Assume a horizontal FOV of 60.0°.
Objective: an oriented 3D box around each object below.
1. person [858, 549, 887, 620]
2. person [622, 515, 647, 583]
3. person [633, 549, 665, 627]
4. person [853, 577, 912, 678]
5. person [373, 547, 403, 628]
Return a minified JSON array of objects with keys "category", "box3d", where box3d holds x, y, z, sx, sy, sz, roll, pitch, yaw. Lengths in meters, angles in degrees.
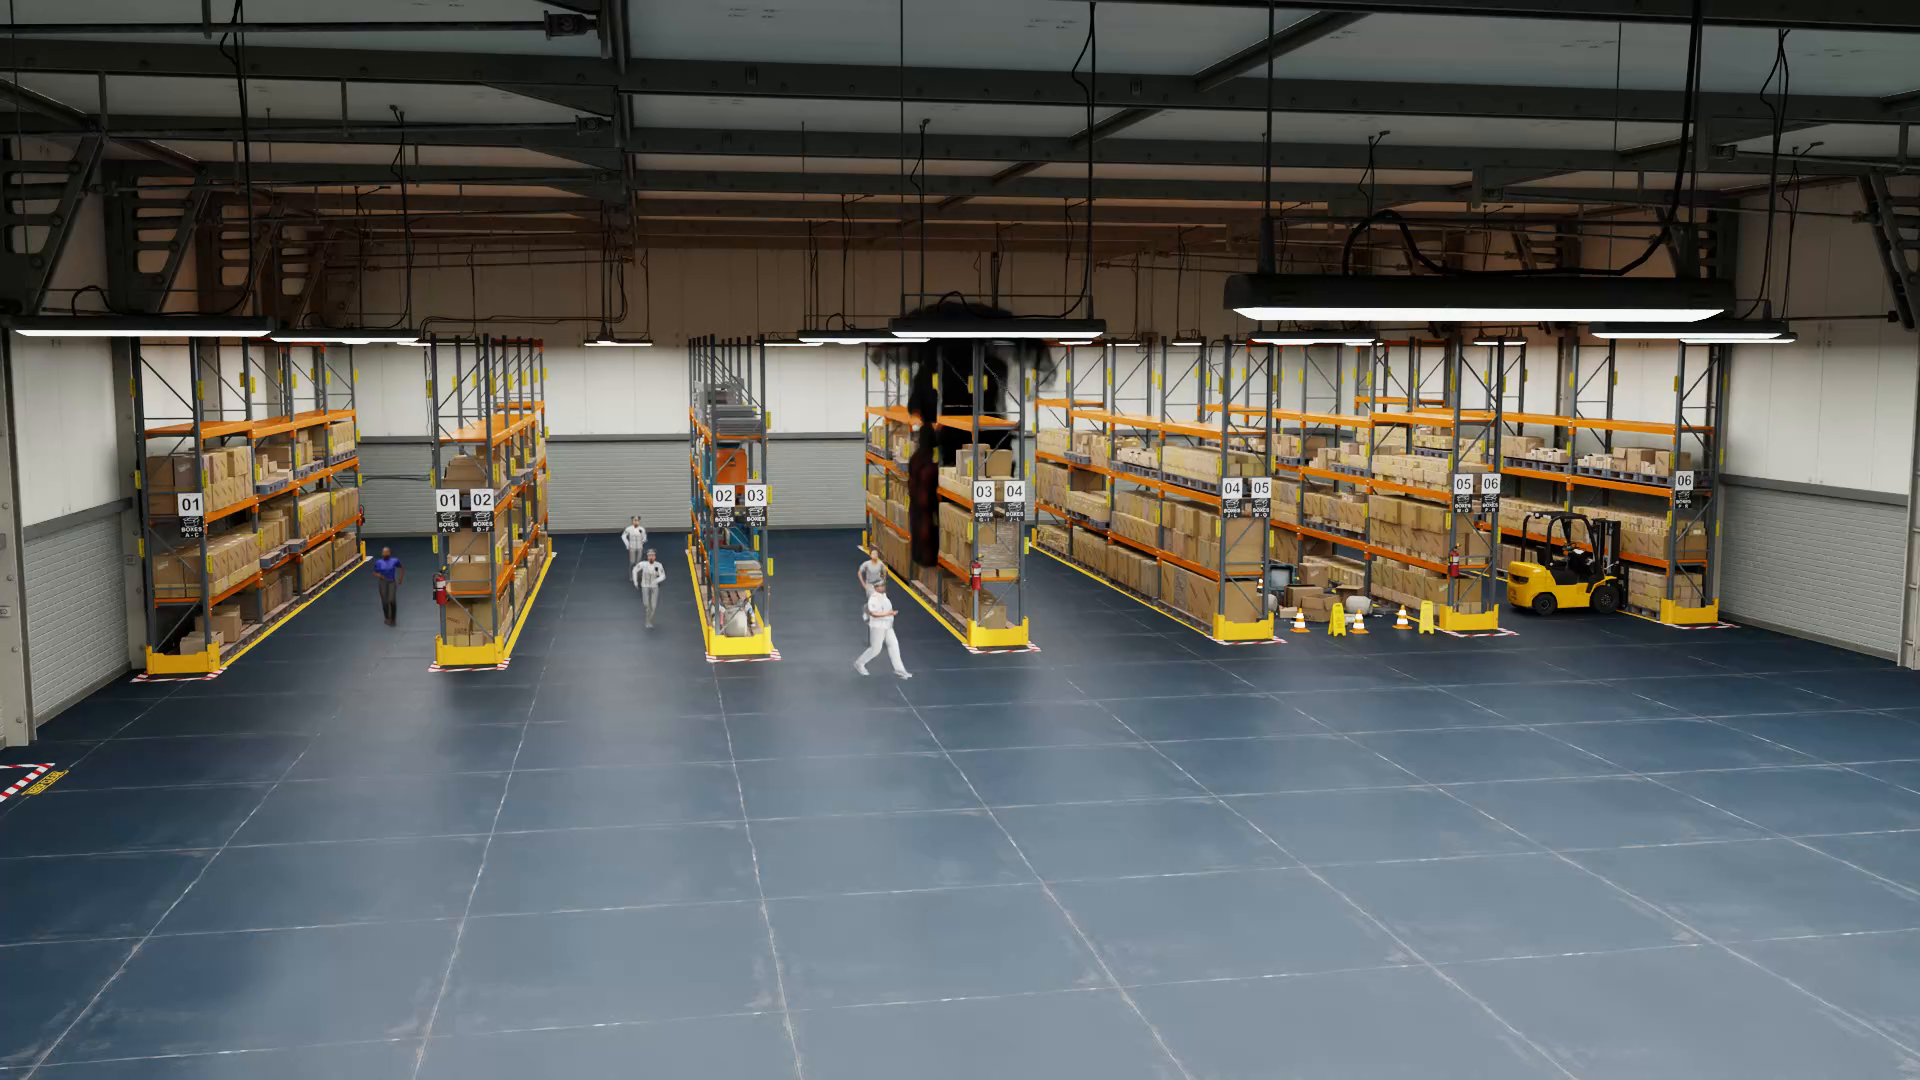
[{"category":"person","box3d":[-1.785,0.995,34.343,0.593,1.621,0.576,-2,7,-20]},{"category":"person","box3d":[-7.947,0.226,40.743,0.588,1.681,0.648,-2,7,-21]},{"category":"person","box3d":[-6.395,0.997,34.243,0.654,1.647,0.601,-1,7,-12]},{"category":"person","box3d":[-1.347,1.512,28.979,1.036,1.768,0.671,3,7,24]},{"category":"person","box3d":[-11.828,1.036,34.398,0.571,1.606,0.718,-2,7,-14]}]
